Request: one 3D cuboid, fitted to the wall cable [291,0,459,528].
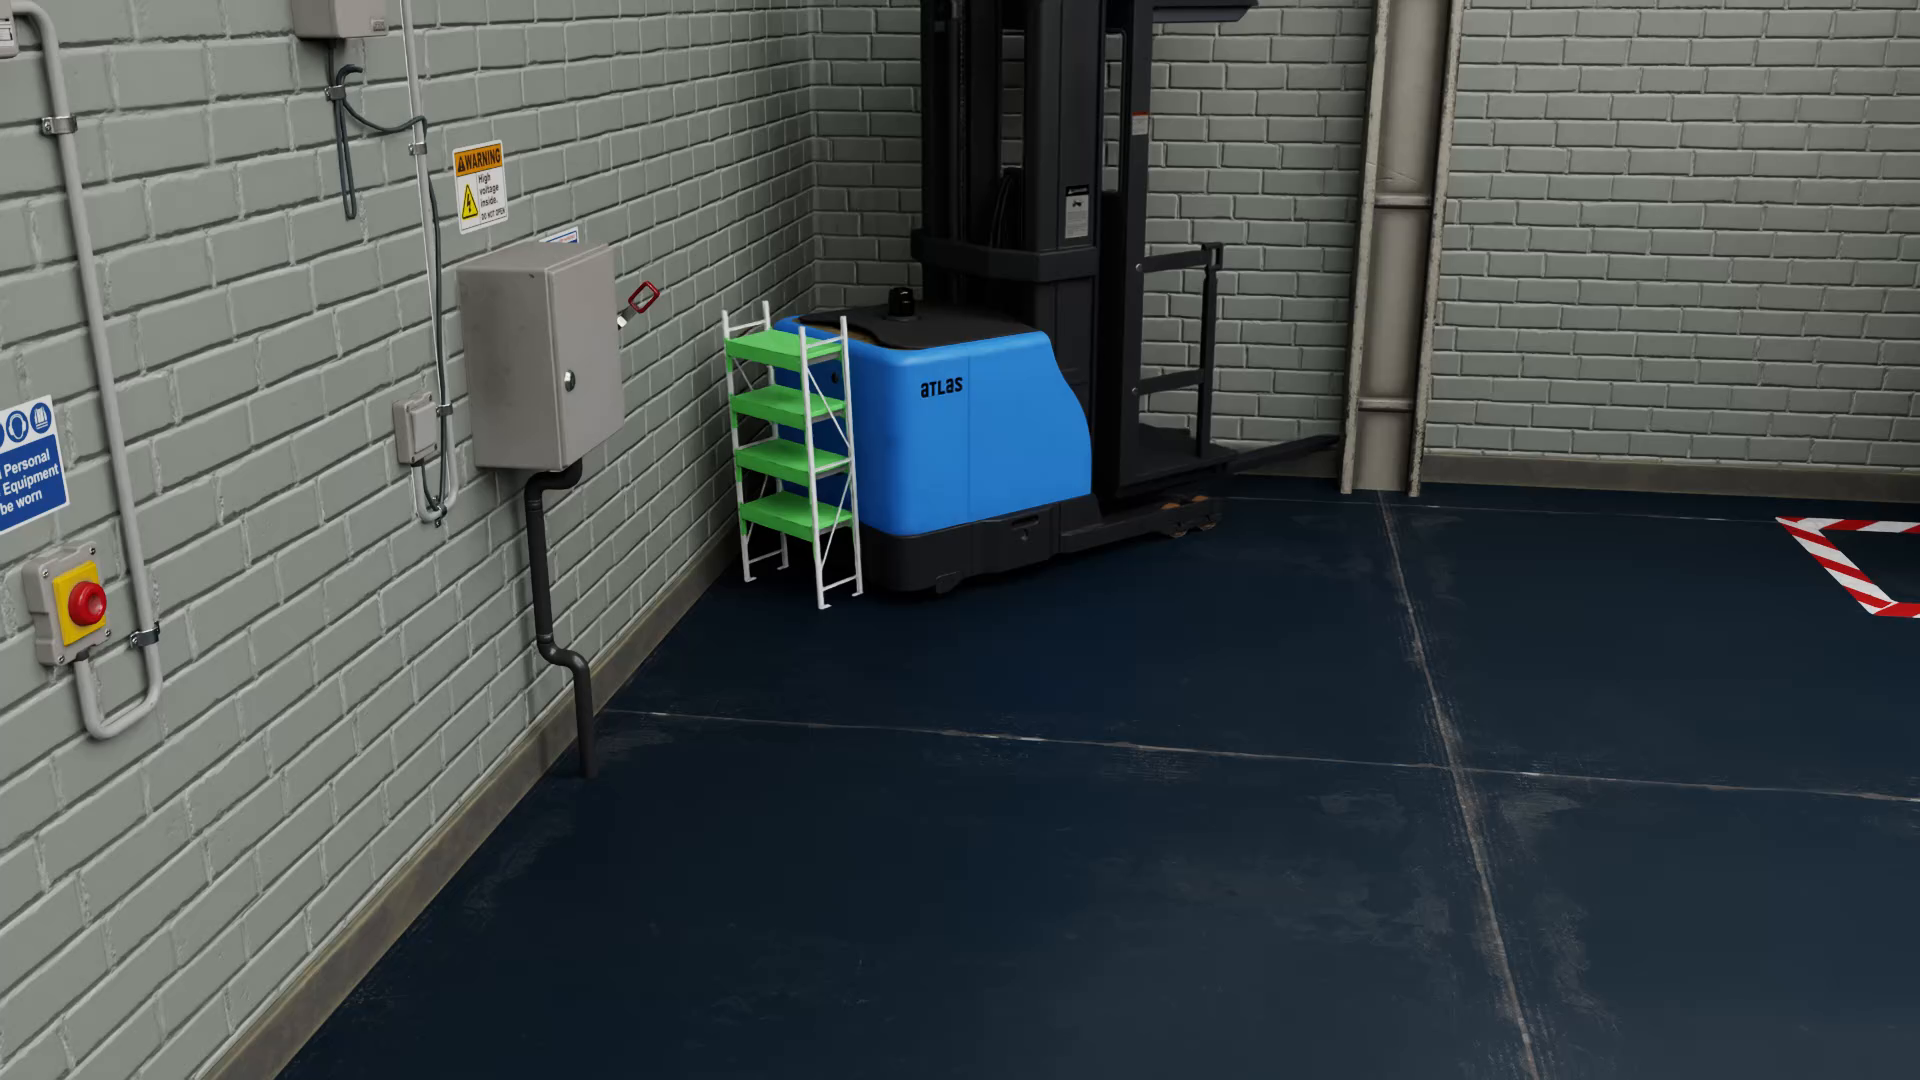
[{"bbox_3d":[-1.455,-0.931,4.257,0.122,1.984,0.588,3,19,9],"label":"wall cable"}]

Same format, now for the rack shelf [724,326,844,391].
[{"bbox_3d":[-0.713,-0.747,6.814,0.480,0.148,0.258,17,28,41],"label":"rack shelf"}]

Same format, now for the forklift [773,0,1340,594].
[{"bbox_3d":[0.633,-1.517,7.718,3.031,2.935,1.130,-14,23,-35],"label":"forklift"}]

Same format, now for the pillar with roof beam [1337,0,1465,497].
[{"bbox_3d":[1.484,-3.197,3.177,0.400,9.000,9.100,3,19,9],"label":"pillar with roof beam"}]

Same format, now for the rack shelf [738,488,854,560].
[{"bbox_3d":[-0.688,-0.073,7.067,0.480,0.148,0.258,17,28,41],"label":"rack shelf"}]

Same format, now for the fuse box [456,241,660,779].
[{"bbox_3d":[-1.192,-0.044,5.237,0.414,1.711,0.539,3,19,9],"label":"fuse box"}]

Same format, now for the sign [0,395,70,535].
[{"bbox_3d":[-1.737,-0.120,3.009,0.001,0.218,0.327,3,19,9],"label":"sign"}]

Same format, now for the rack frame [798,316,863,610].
[{"bbox_3d":[-0.523,-0.303,6.798,0.015,1.200,0.240,17,28,41],"label":"rack frame"}]

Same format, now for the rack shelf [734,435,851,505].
[{"bbox_3d":[-0.696,-0.298,6.982,0.480,0.148,0.258,17,28,41],"label":"rack shelf"}]

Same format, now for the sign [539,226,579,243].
[{"bbox_3d":[-1.318,-0.775,5.542,0.001,0.494,0.329,3,19,9],"label":"sign"}]

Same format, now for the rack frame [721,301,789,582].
[{"bbox_3d":[-0.873,-0.411,7.122,0.015,1.200,0.240,17,28,41],"label":"rack frame"}]

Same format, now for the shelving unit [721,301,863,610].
[{"bbox_3d":[-0.698,-0.357,6.960,0.503,1.200,0.258,17,28,41],"label":"shelving unit"}]

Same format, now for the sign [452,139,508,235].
[{"bbox_3d":[-1.405,-1.040,4.881,0.001,0.242,0.339,3,19,9],"label":"sign"}]

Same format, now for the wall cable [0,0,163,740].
[{"bbox_3d":[-1.669,-0.501,2.922,0.123,1.953,0.585,3,19,9],"label":"wall cable"}]

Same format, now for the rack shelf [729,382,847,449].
[{"bbox_3d":[-0.704,-0.522,6.898,0.480,0.148,0.258,17,28,41],"label":"rack shelf"}]
